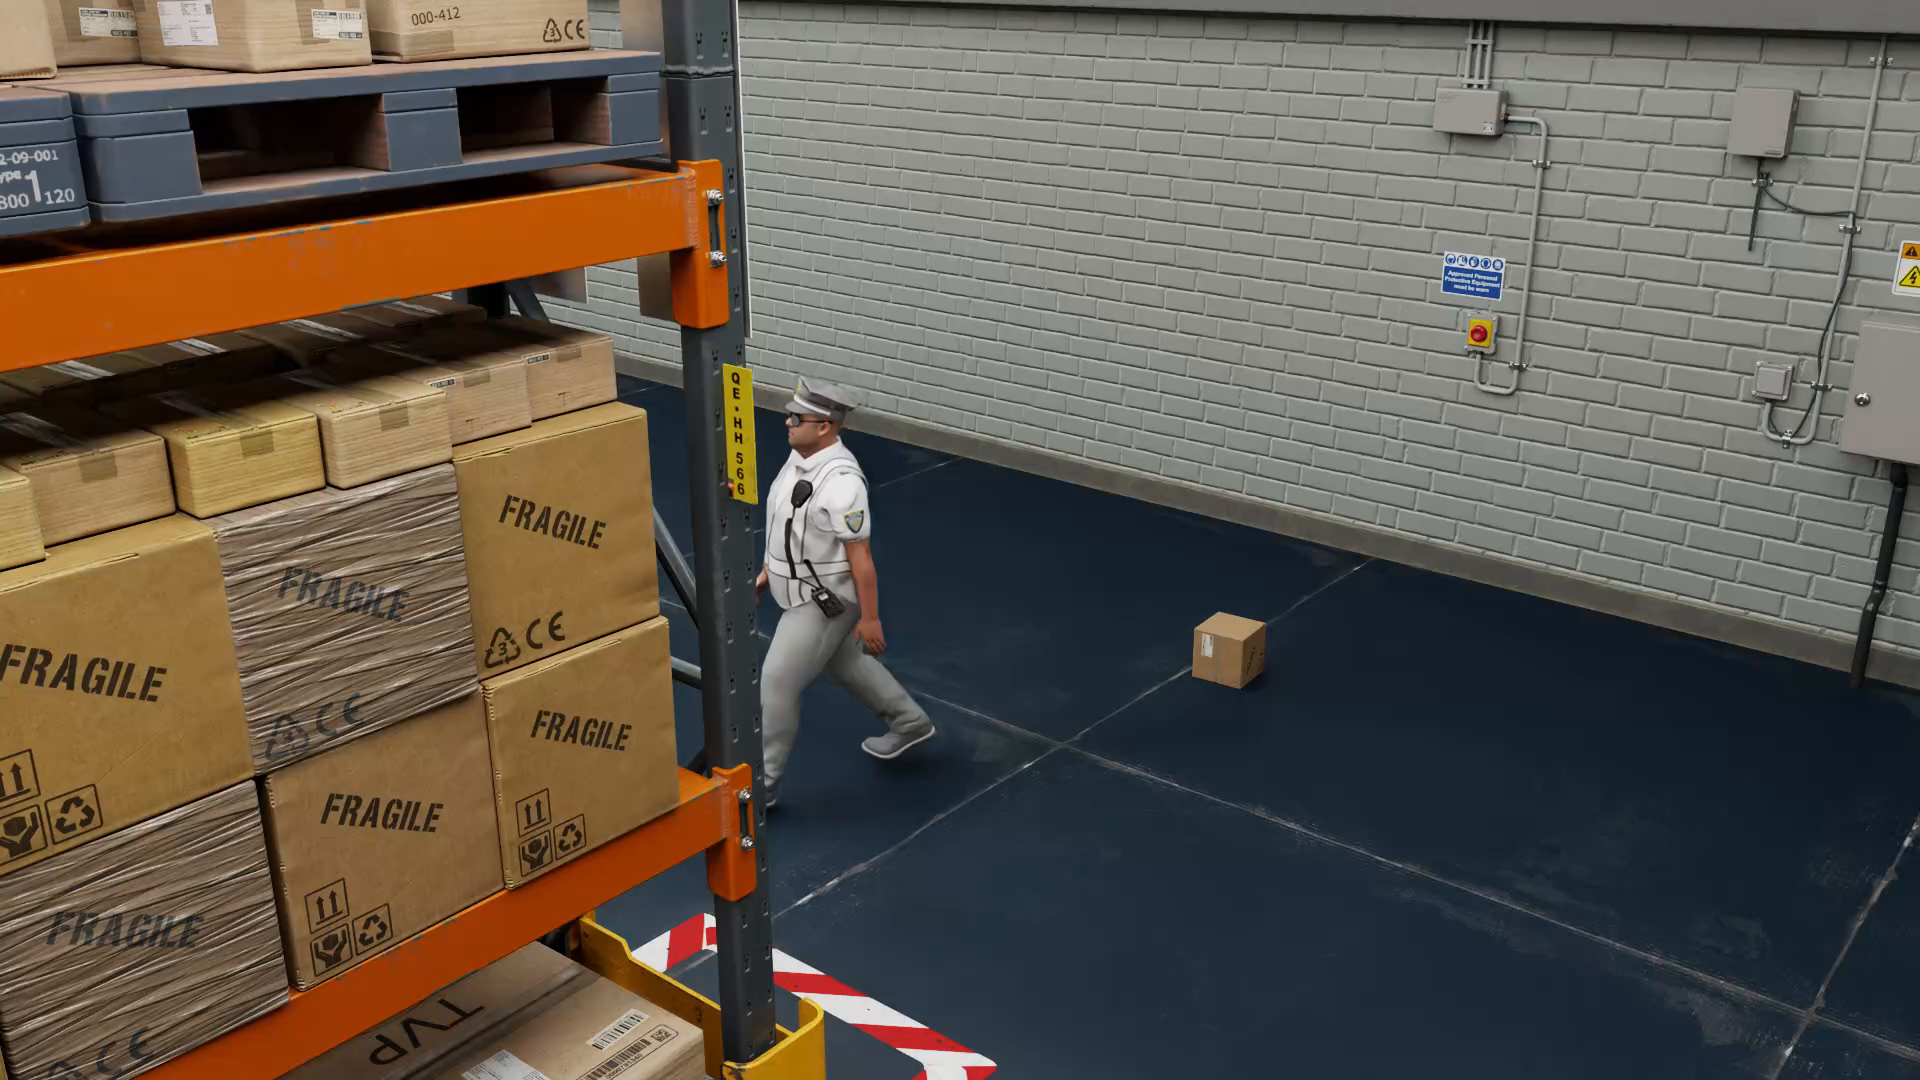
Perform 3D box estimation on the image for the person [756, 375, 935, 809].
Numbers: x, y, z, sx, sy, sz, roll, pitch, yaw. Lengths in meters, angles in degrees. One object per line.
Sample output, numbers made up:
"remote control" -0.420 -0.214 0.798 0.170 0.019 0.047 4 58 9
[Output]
"person" -0.576 0.190 6.518 1.057 1.728 0.555 -7 21 -18
